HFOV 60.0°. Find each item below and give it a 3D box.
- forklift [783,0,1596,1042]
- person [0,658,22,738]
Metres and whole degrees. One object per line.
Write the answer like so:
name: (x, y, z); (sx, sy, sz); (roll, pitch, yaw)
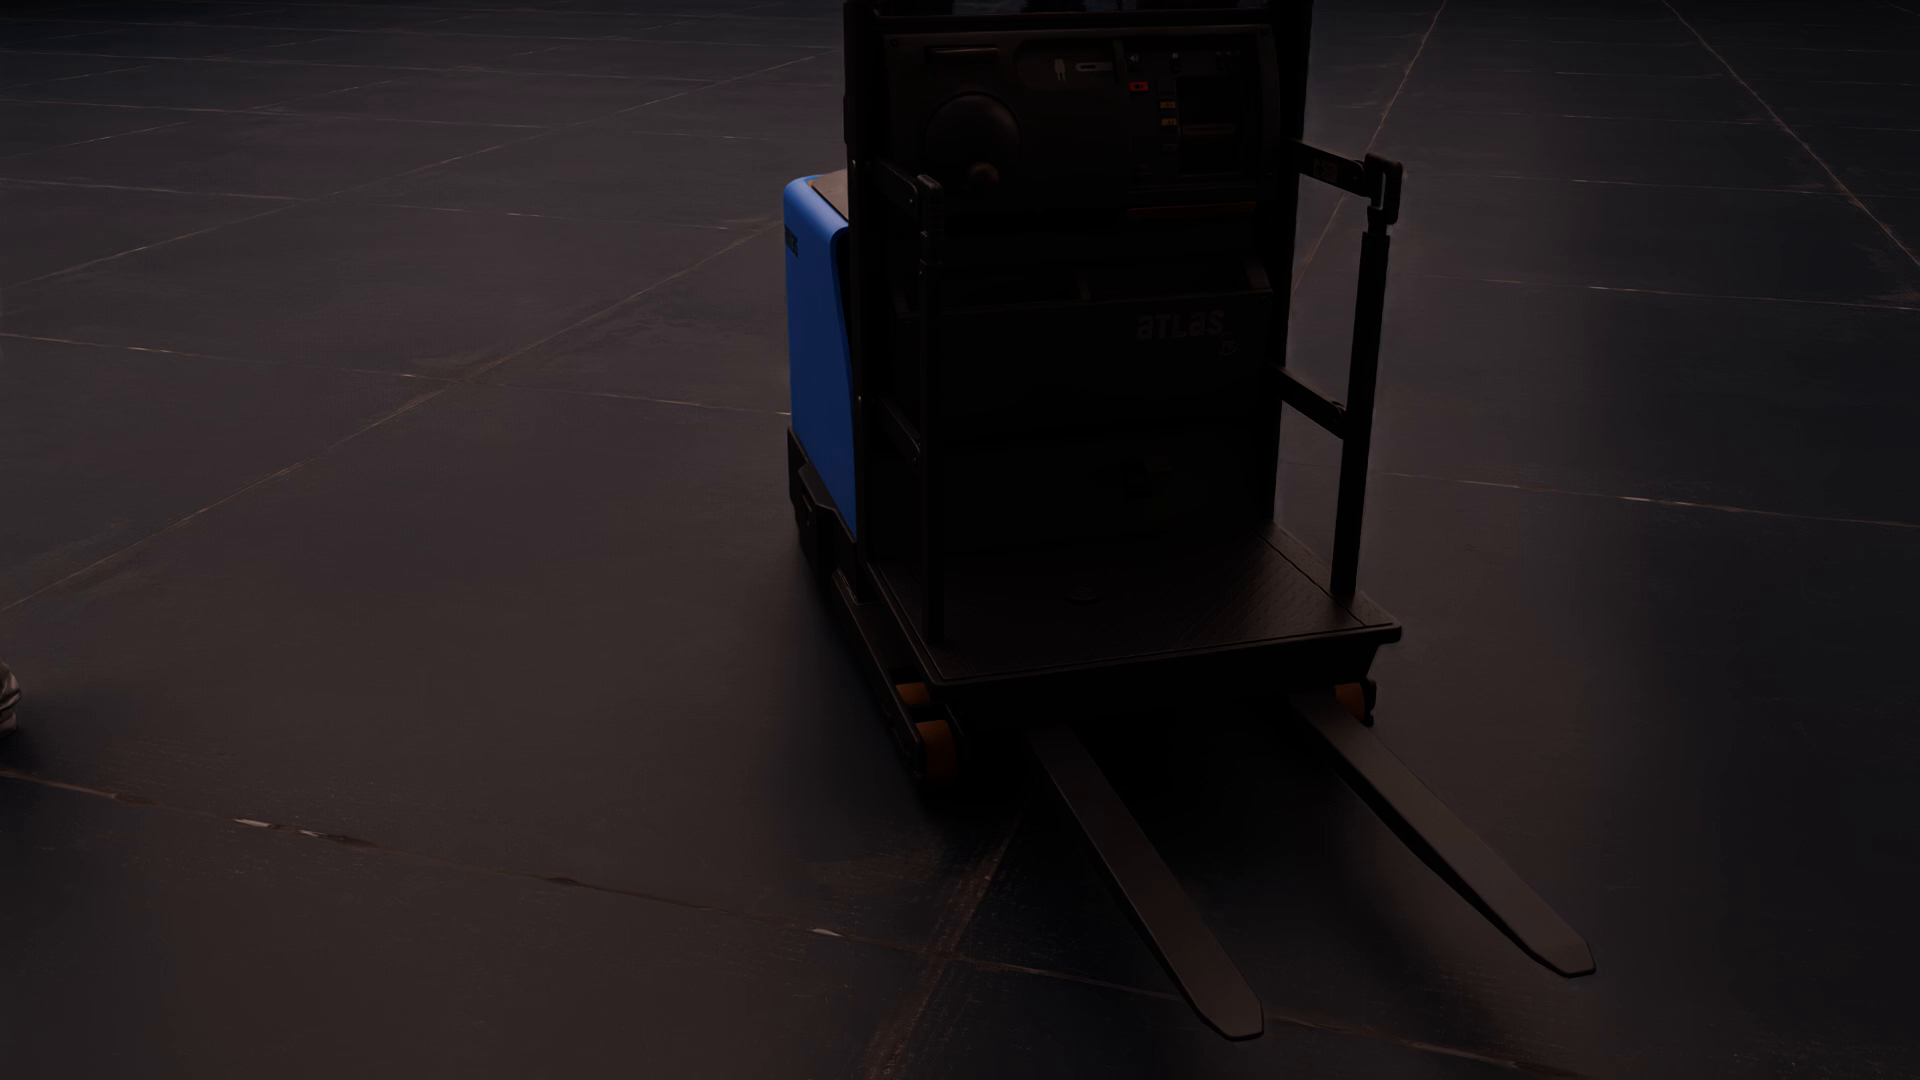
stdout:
forklift: (0.346, -0.950, 3.581); (1.130, 2.935, 3.031); (-6, 23, -14)
person: (-2.433, -0.312, 3.633); (0.500, 1.780, 0.843); (-17, 28, -35)
